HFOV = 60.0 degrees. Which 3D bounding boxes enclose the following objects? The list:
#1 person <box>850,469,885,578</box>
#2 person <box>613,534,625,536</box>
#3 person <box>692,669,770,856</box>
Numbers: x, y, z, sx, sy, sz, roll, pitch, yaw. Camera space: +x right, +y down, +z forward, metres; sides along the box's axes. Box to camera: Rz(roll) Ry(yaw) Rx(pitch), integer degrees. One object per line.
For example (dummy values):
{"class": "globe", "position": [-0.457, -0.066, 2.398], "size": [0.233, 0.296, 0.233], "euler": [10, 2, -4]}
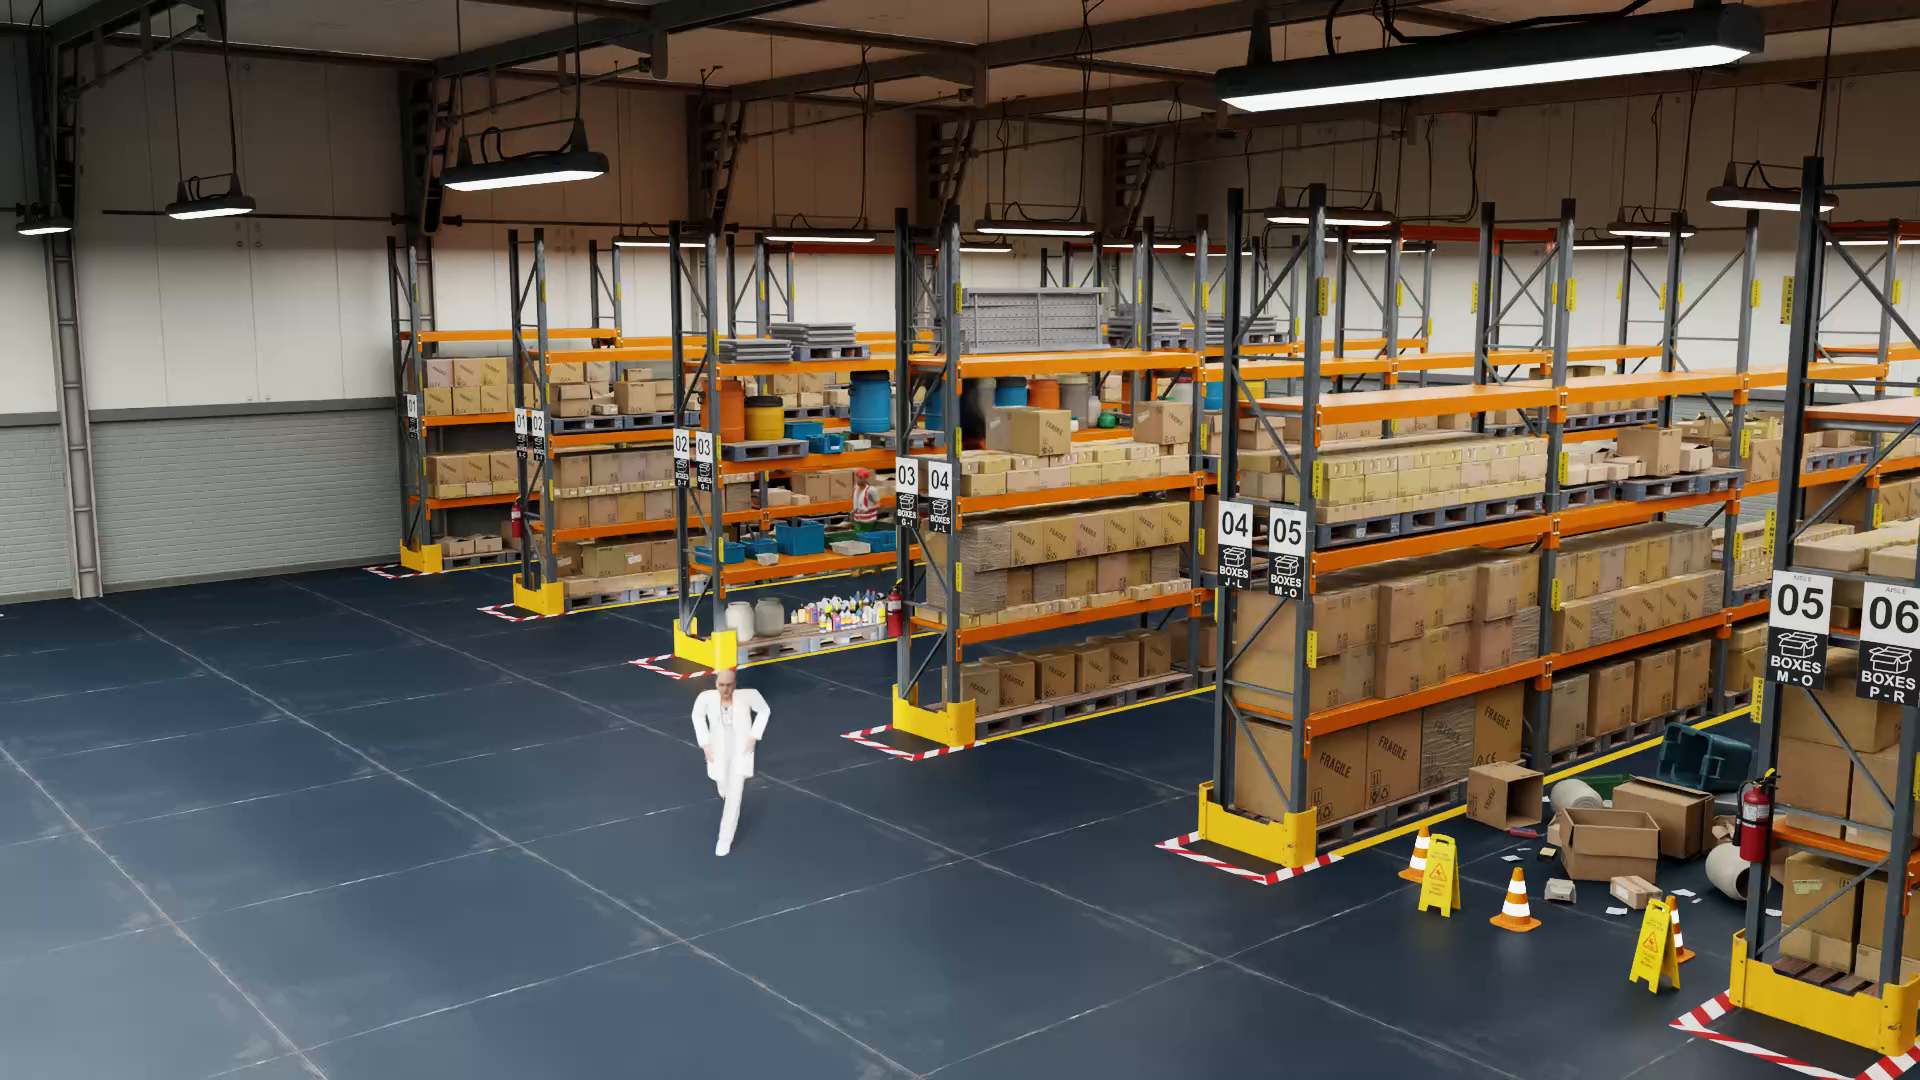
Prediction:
{"class": "person", "position": [-1.595, -0.286, 27.889], "size": [0.663, 1.830, 0.854], "euler": [6, 11, 35]}
{"class": "person", "position": [-6.129, -0.254, 30.227], "size": [0.566, 1.620, 0.888], "euler": [6, 11, 35]}
{"class": "person", "position": [-2.125, 1.977, 15.521], "size": [0.722, 1.739, 0.977], "euler": [-1, 9, -5]}
